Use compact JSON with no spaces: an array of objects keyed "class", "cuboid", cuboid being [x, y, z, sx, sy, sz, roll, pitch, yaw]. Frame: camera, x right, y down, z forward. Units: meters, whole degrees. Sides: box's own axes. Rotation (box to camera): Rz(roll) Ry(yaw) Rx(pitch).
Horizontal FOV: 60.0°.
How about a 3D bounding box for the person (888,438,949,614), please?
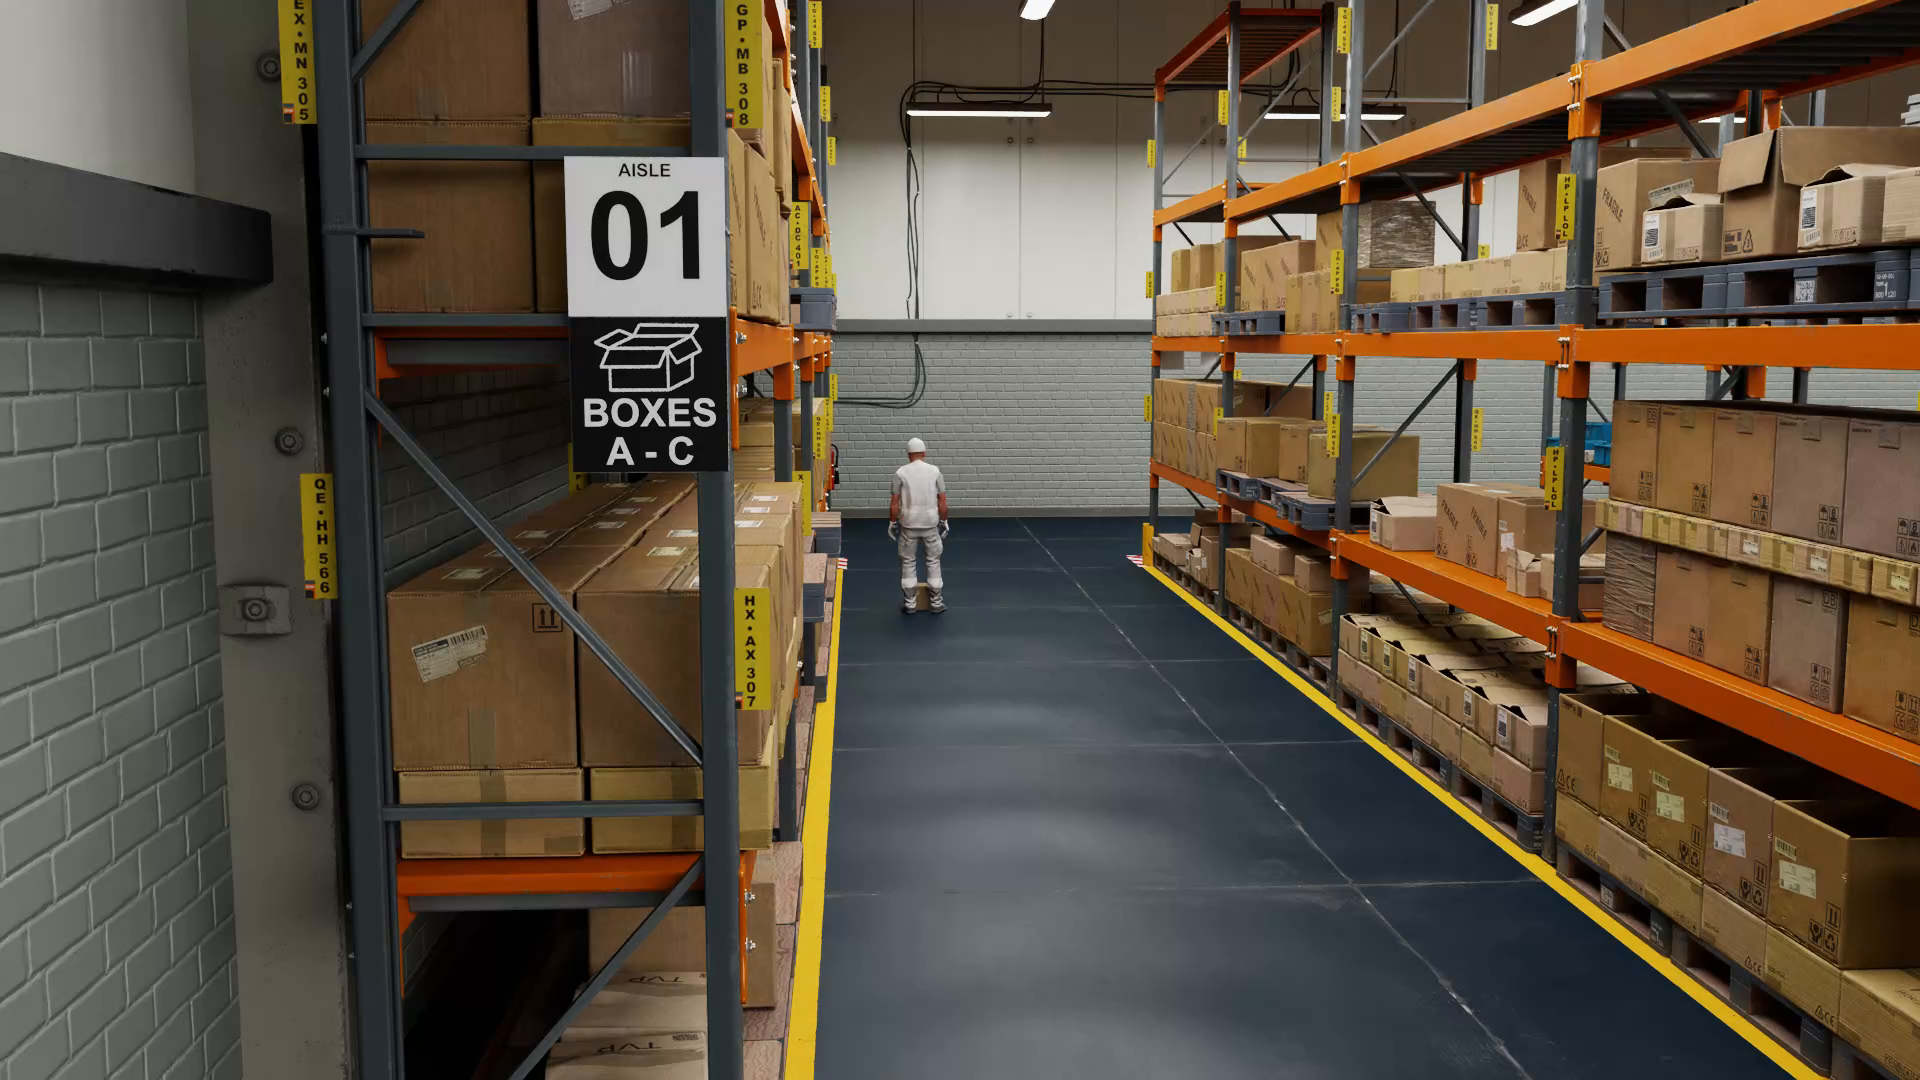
[{"class":"person","cuboid":[-0.420,-0.146,16.903,0.623,1.780,0.448,-1,7,-6]}]
